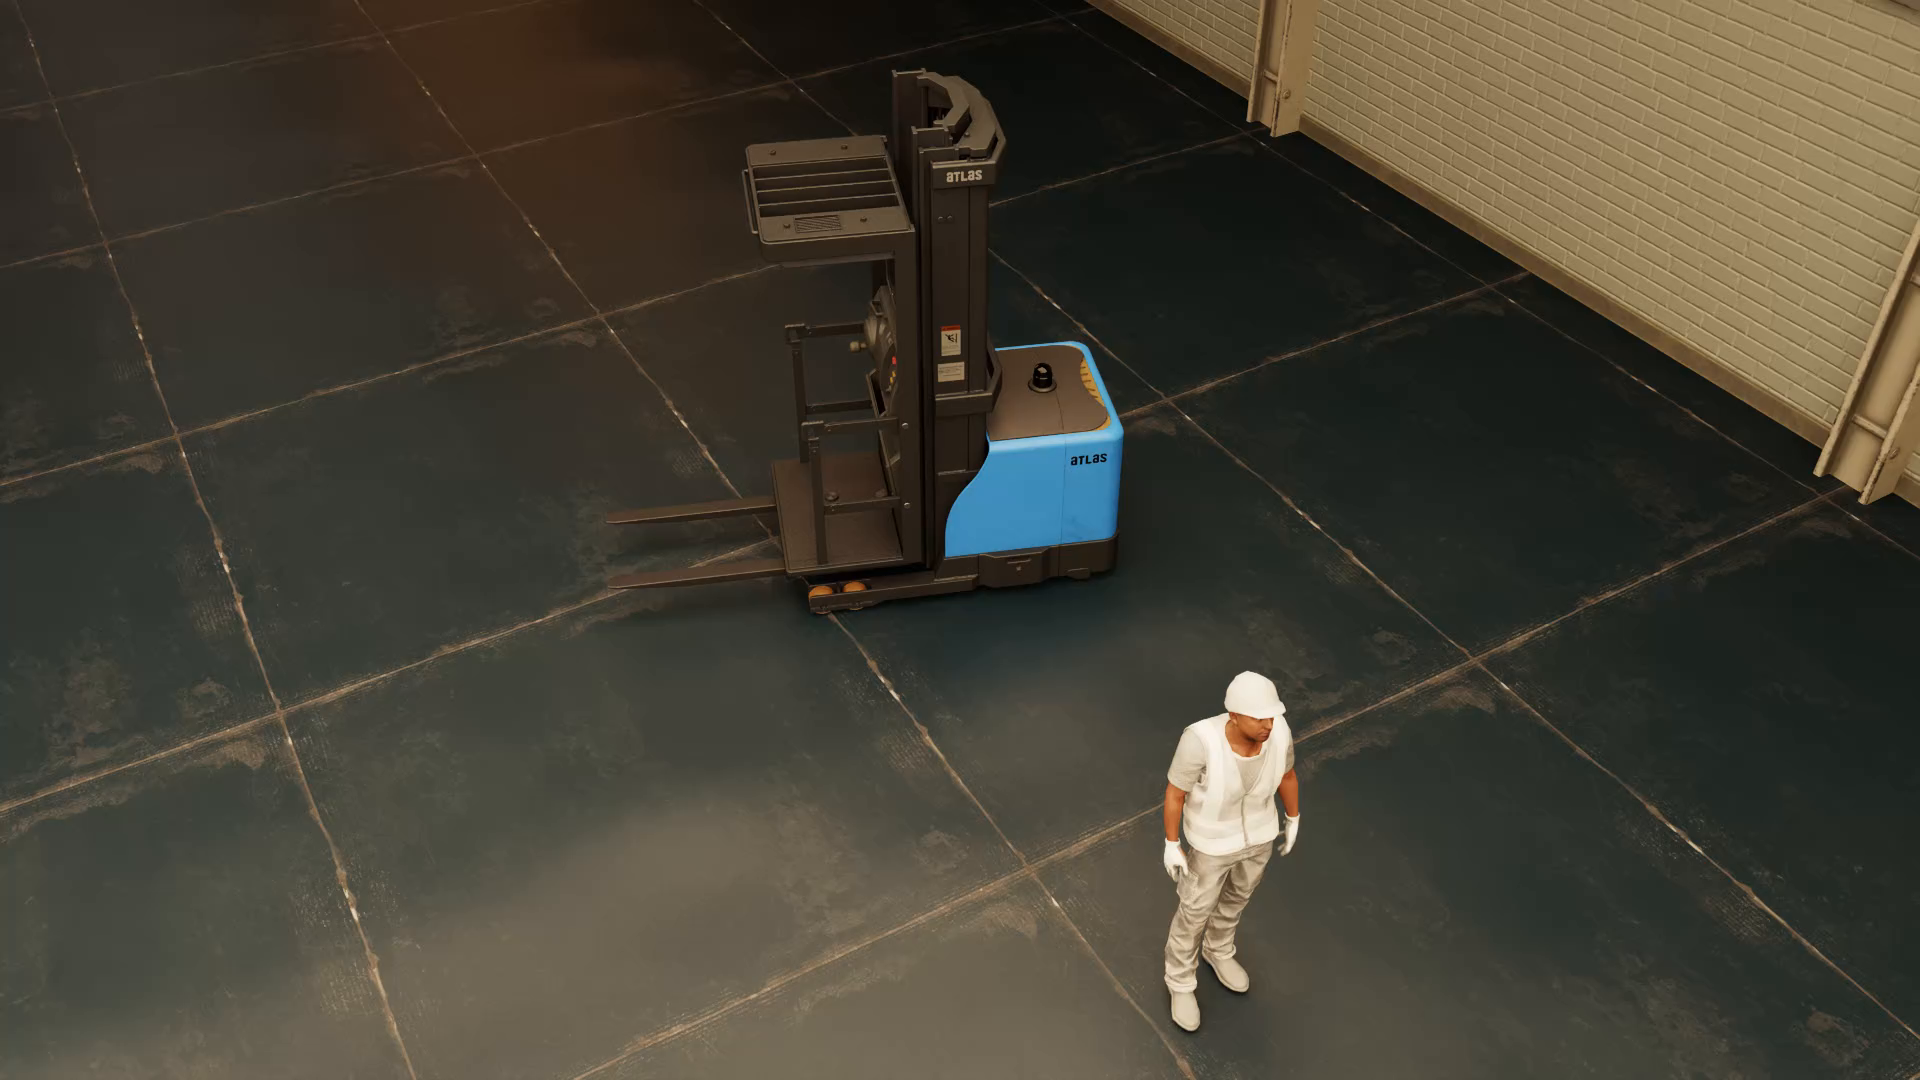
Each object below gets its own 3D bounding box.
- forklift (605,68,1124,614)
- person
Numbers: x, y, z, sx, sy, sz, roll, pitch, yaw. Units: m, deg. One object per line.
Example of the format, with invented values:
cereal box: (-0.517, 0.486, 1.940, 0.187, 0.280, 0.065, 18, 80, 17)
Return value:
forklift: (-0.620, -1.059, 9.313, 3.031, 2.935, 1.130, -6, 40, -8)
person: (1.215, 1.345, 7.302, 0.657, 1.785, 0.575, -13, 41, -15)
